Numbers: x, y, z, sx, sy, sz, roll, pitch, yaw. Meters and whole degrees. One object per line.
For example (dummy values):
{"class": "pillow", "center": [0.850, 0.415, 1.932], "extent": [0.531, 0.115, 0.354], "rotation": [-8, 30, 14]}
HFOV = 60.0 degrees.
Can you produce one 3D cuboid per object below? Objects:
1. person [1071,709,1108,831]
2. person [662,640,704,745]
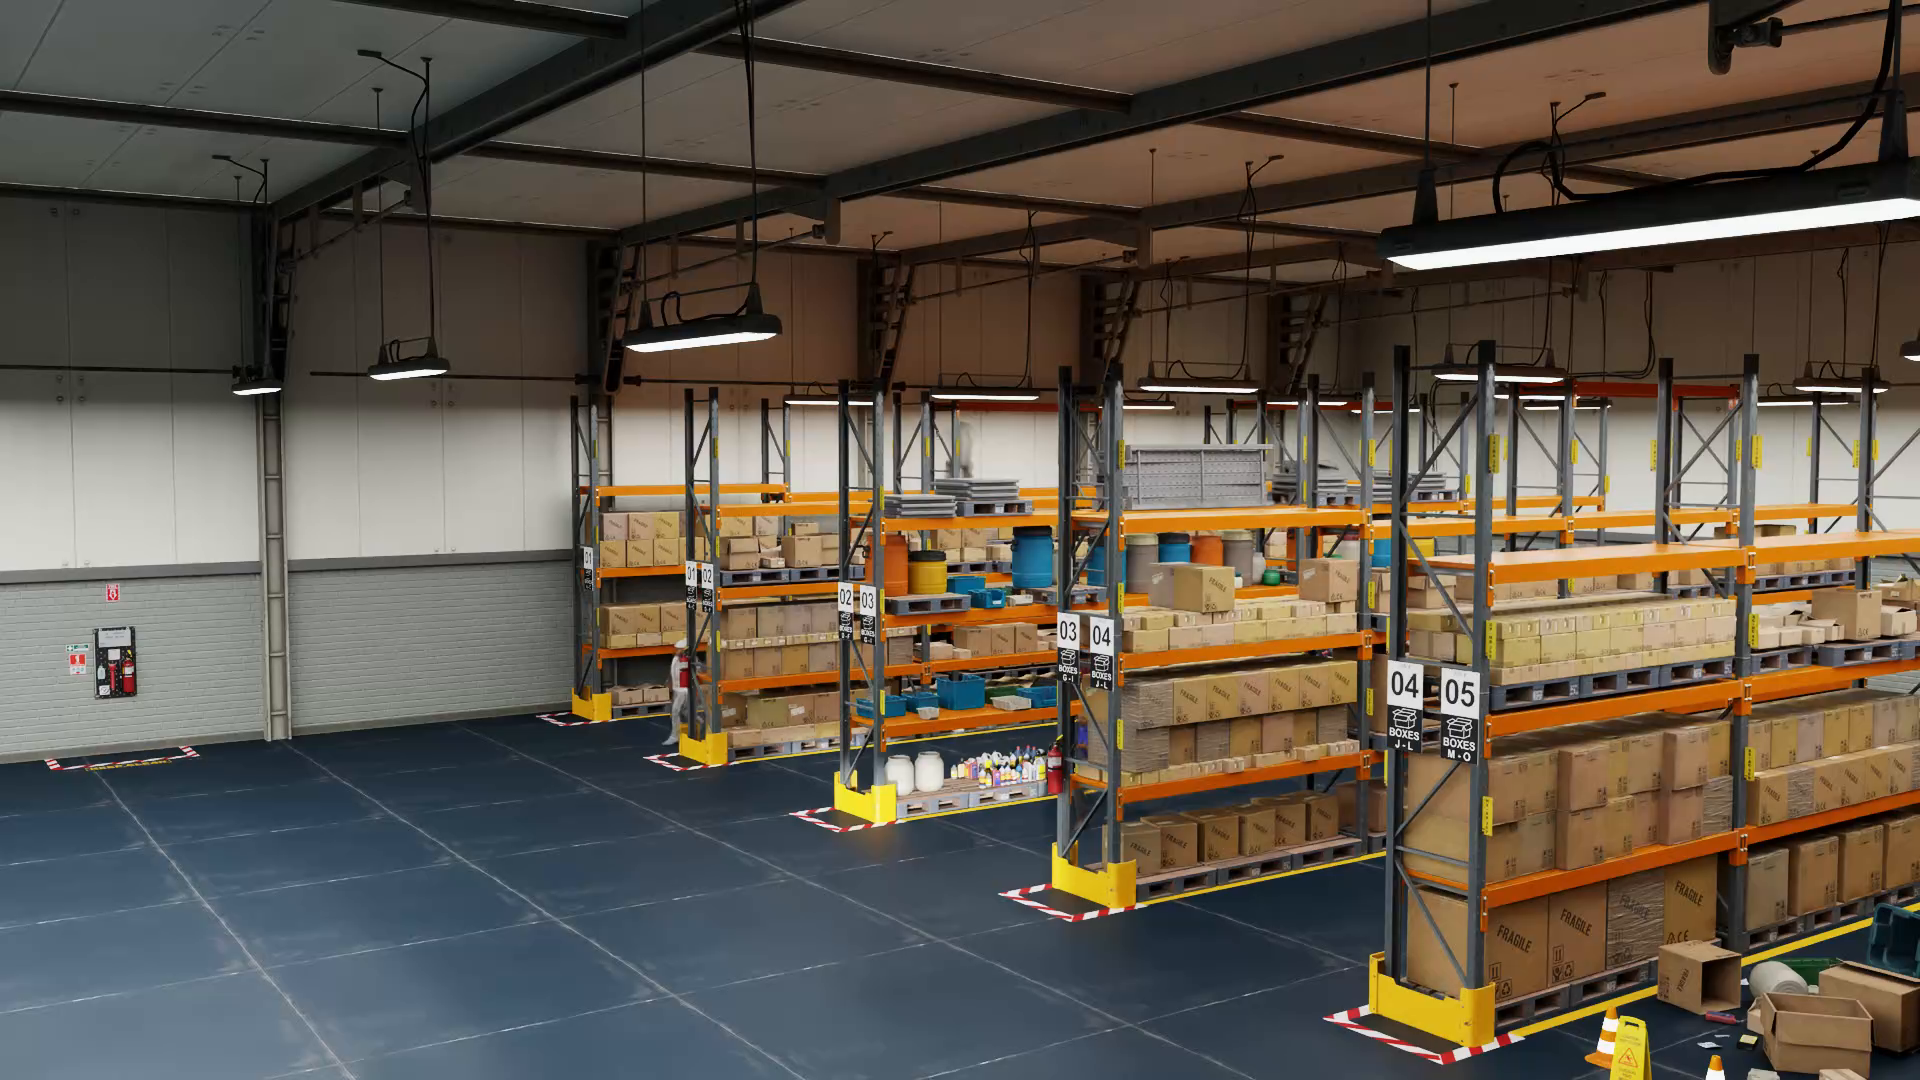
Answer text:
{"class": "person", "center": [1.819, 3.031, 22.155], "extent": [0.572, 1.656, 0.923], "rotation": [3, 5, 42]}
{"class": "person", "center": [-4.671, 2.588, 28.415], "extent": [0.879, 1.781, 0.752], "rotation": [-3, 5, -43]}
